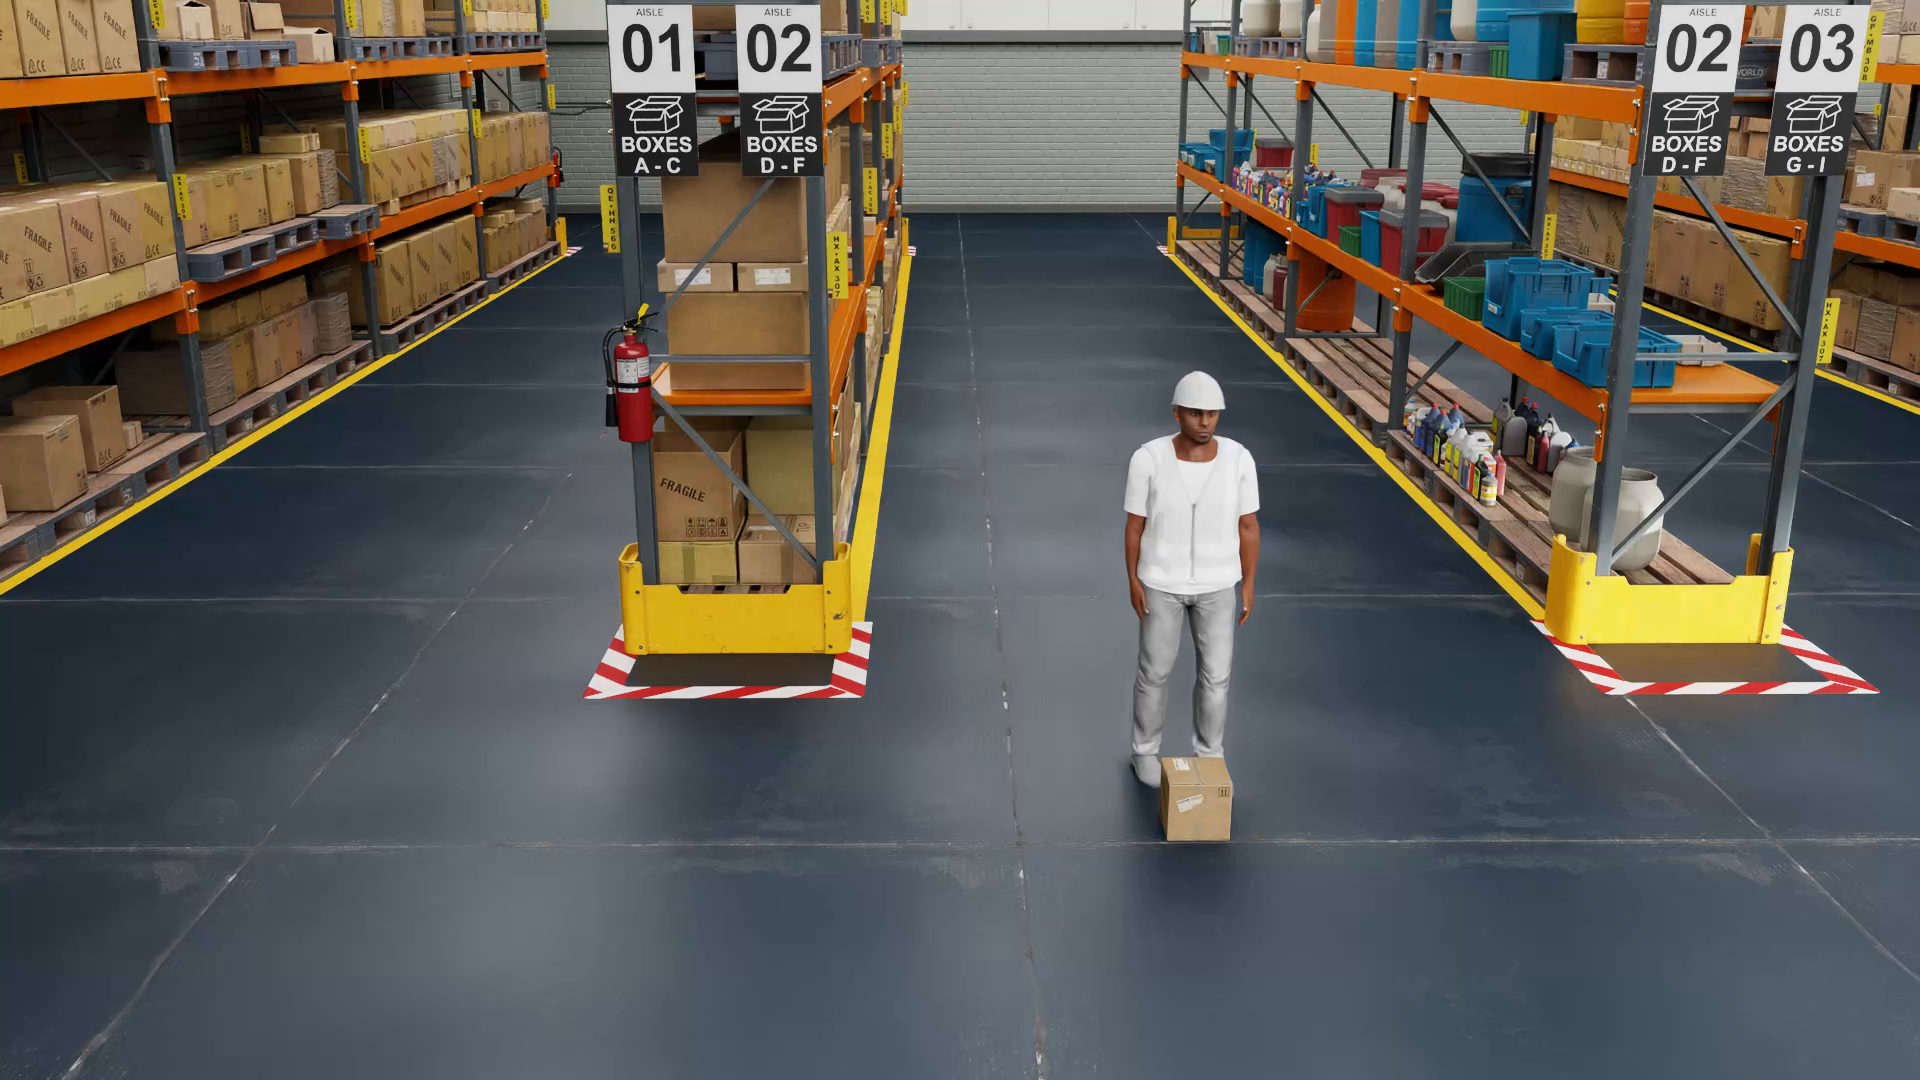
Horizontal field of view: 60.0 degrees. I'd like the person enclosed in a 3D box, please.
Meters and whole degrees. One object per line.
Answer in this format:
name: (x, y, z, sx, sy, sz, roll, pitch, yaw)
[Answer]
person: (0.962, 0.188, 6.928, 0.563, 1.781, 0.383, 0, 17, 1)
